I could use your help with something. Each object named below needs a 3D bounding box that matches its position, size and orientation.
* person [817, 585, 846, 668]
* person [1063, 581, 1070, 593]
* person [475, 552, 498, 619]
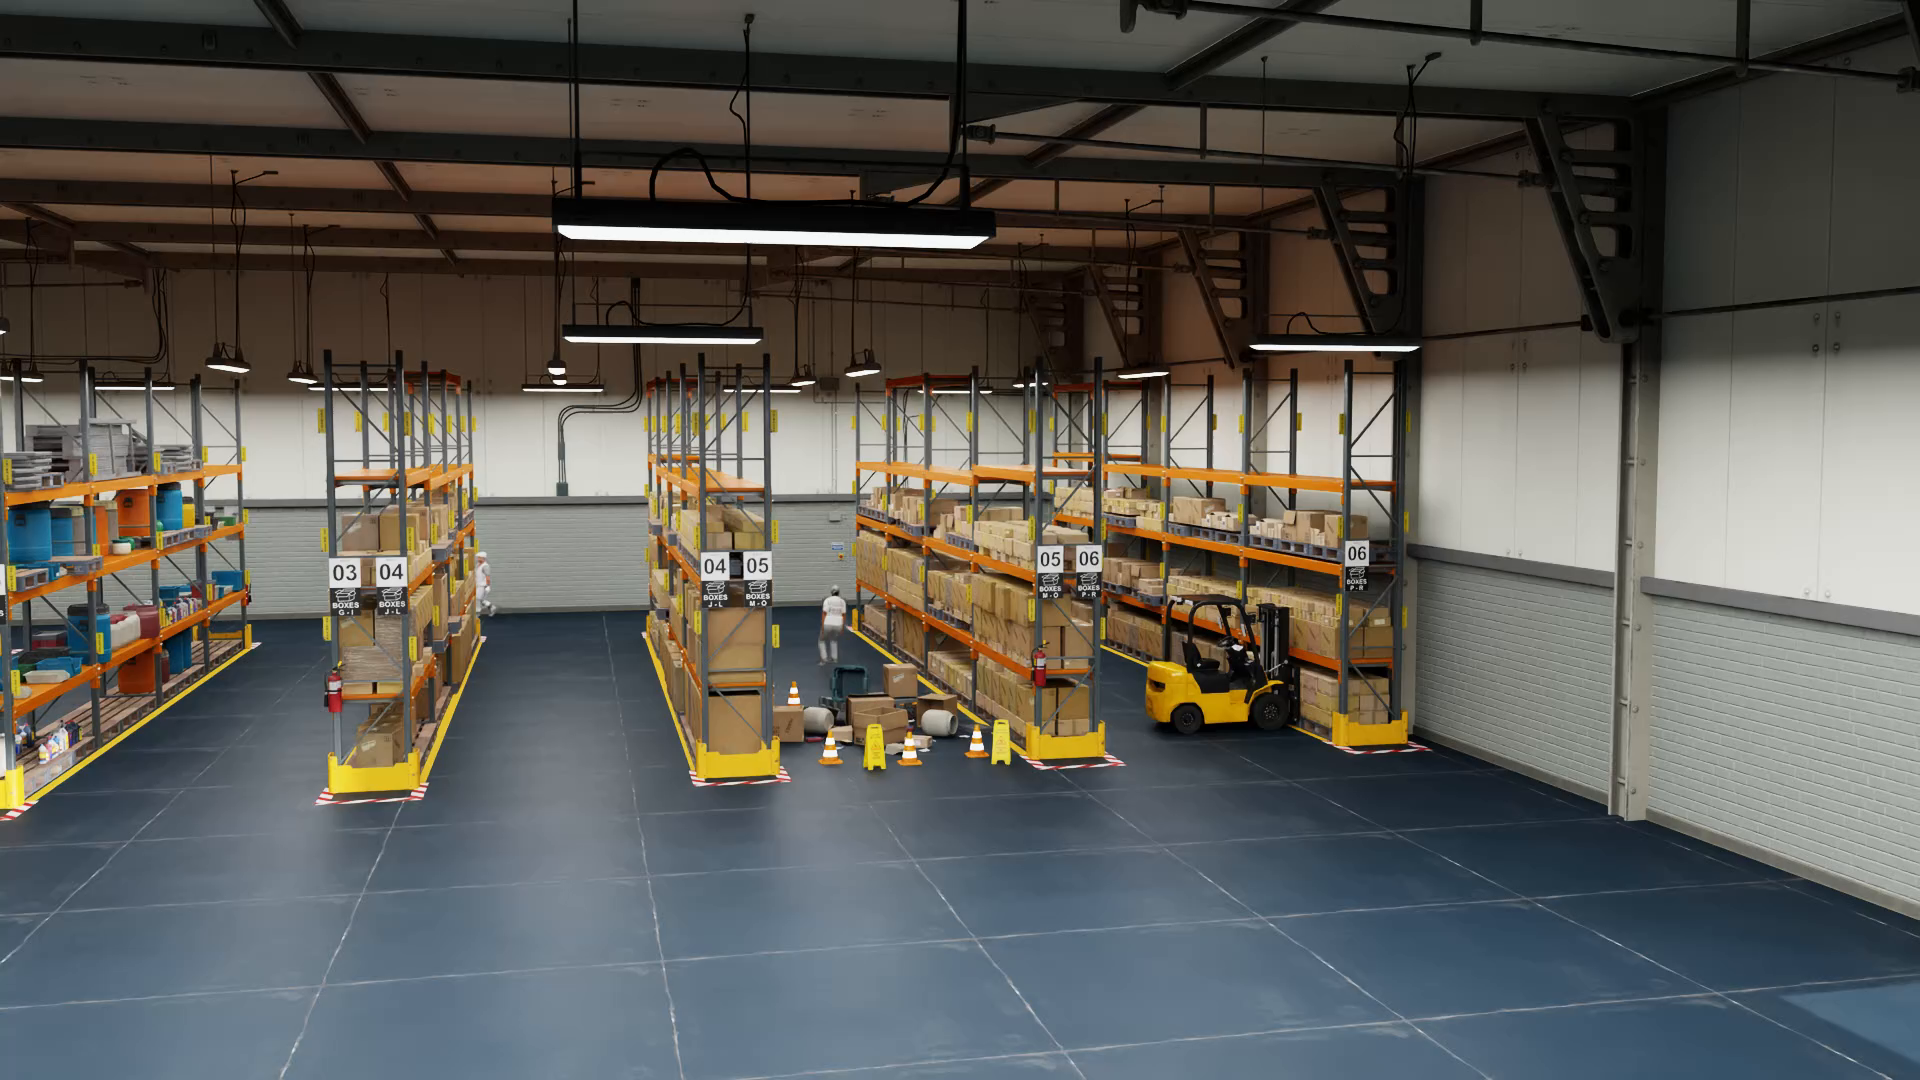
[{"bbox_3d":[-2.548,1.711,32.916,0.589,1.633,0.460,-1,4,-16],"label":"person"},{"bbox_3d":[2.228,1.573,36.487,0.539,1.779,0.638,3,5,37],"label":"person"},{"bbox_3d":[-12.164,1.171,42.376,0.875,1.771,0.607,-4,6,-44],"label":"person"}]
